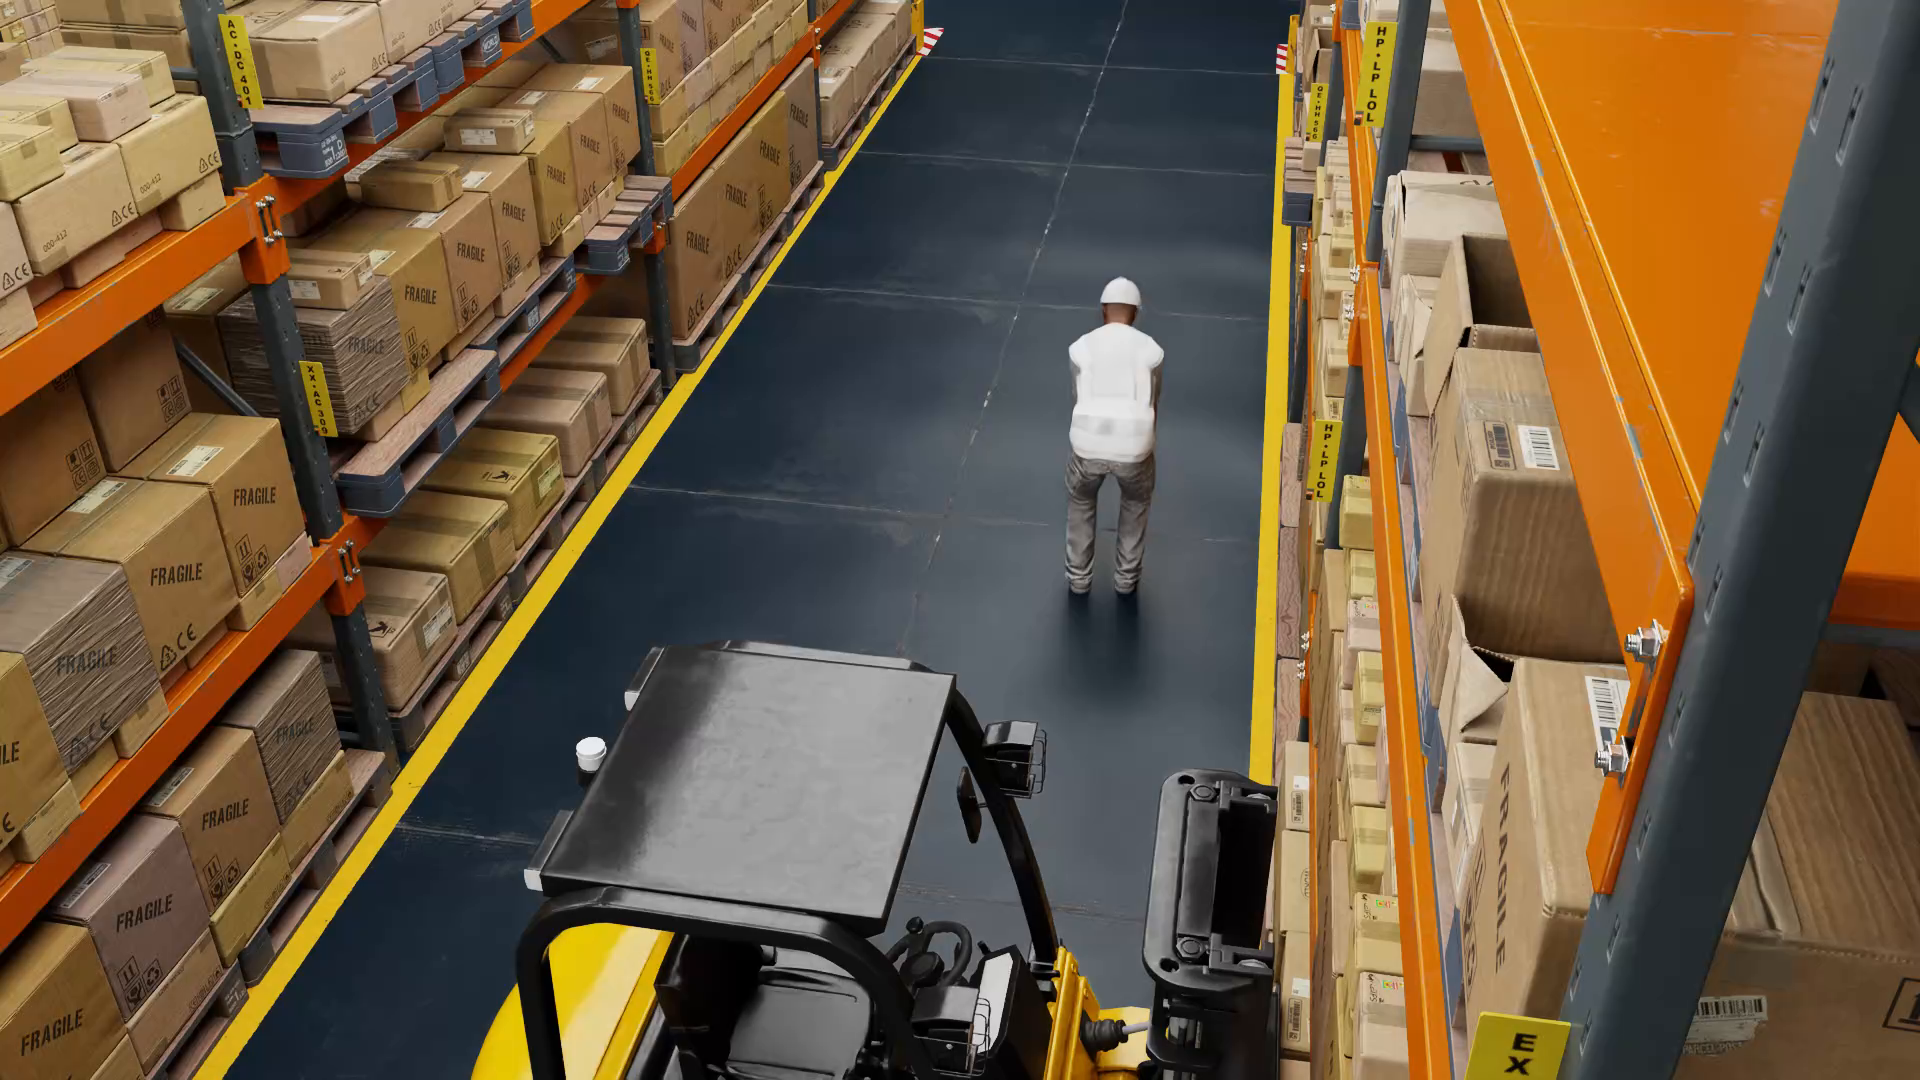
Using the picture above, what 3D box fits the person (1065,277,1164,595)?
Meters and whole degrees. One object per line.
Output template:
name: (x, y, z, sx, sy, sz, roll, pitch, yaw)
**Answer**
person: (0.787, -0.518, 8.628, 0.481, 1.585, 0.786, 5, 32, 7)
